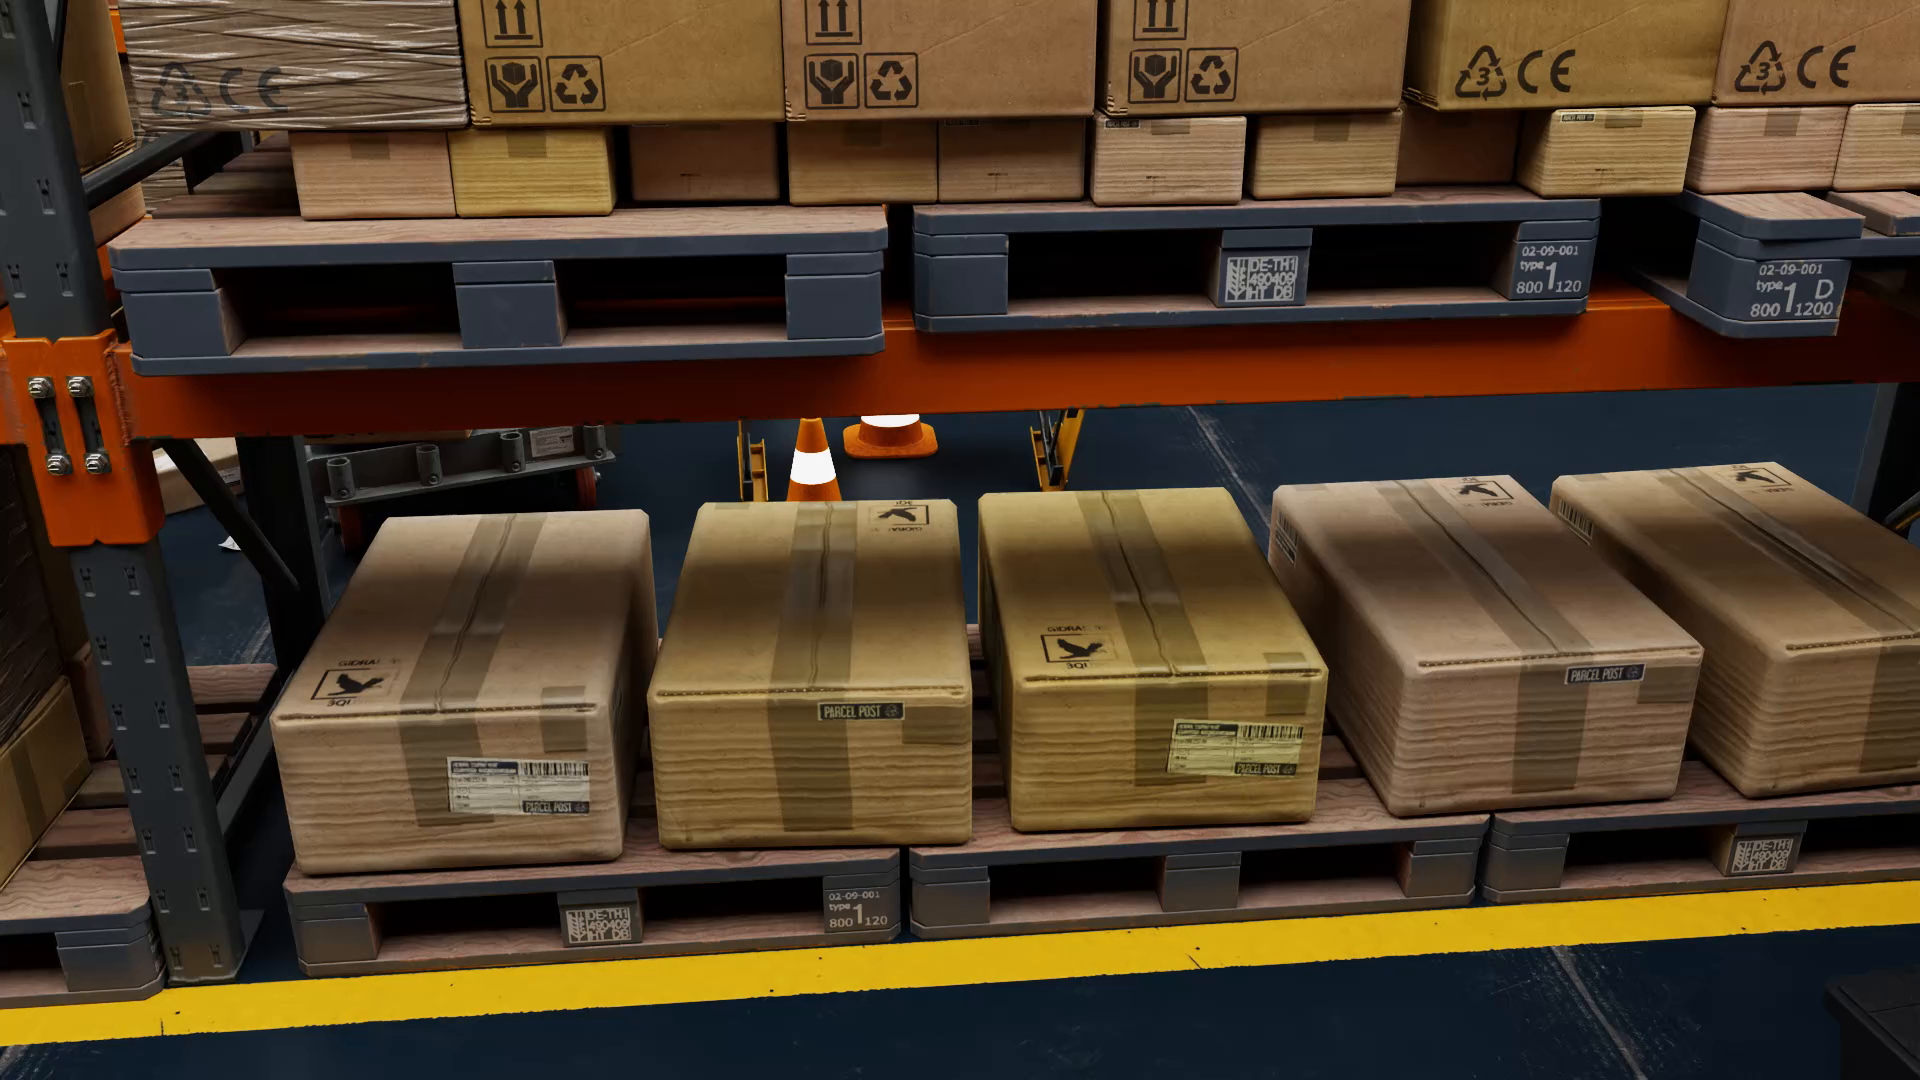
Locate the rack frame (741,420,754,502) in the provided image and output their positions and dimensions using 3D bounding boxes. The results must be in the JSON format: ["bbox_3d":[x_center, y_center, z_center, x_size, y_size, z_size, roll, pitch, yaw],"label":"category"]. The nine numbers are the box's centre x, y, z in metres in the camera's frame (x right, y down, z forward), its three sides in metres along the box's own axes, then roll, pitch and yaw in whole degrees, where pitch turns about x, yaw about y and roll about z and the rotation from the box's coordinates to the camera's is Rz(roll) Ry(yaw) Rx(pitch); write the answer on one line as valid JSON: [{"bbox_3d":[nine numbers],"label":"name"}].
[{"bbox_3d":[-0.756,-0.895,5.596,0.032,0.500,1.500,-3,59,-8],"label":"rack frame"}]

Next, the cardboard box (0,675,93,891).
[{"bbox_3d":[-2.104,0.501,3.297,0.500,0.250,0.500,-1,24,-3],"label":"cardboard box"}]

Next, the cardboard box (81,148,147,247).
[{"bbox_3d":[-1.887,-0.698,3.436,0.250,0.149,0.380,-2,24,-5],"label":"cardboard box"}]

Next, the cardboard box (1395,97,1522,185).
[{"bbox_3d":[0.844,-0.773,3.089,0.250,0.149,0.380,-2,24,-5],"label":"cardboard box"}]

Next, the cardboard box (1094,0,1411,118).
[{"bbox_3d":[0.455,-1.031,2.870,0.500,0.500,0.500,-3,24,-7],"label":"cardboard box"}]

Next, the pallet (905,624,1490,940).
[{"bbox_3d":[0.450,0.497,3.872,1.213,0.211,1.003,-2,24,-5],"label":"pallet"}]

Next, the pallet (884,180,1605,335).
[{"bbox_3d":[0.473,-0.672,3.305,1.213,0.211,1.003,-2,24,-5],"label":"pallet"}]

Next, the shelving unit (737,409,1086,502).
[{"bbox_3d":[-0.245,-0.924,5.669,1.083,0.587,1.500,-3,59,-8],"label":"shelving unit"}]

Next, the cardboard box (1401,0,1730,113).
[{"bbox_3d":[0.998,-1.052,2.918,0.500,0.500,0.500,-4,24,-9],"label":"cardboard box"}]

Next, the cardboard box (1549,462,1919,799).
[{"bbox_3d":[1.876,0.172,3.888,0.625,0.372,0.950,-4,24,-9],"label":"cardboard box"}]

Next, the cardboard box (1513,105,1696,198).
[{"bbox_3d":[1.106,-0.732,2.997,0.250,0.149,0.380,-2,24,-4],"label":"cardboard box"}]

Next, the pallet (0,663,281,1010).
[{"bbox_3d":[-2.207,0.620,3.595,1.213,0.211,1.003,-2,24,-5],"label":"pallet"}]

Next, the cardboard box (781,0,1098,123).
[{"bbox_3d":[-0.055,-1.006,2.814,0.500,0.500,0.500,-2,24,-5],"label":"cardboard box"}]

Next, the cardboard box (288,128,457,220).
[{"bbox_3d":[-0.961,-0.667,2.850,0.250,0.149,0.380,-2,24,-4],"label":"cardboard box"}]

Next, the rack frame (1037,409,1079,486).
[{"bbox_3d":[0.248,-0.951,5.740,0.032,0.500,1.500,-3,59,-8],"label":"rack frame"}]

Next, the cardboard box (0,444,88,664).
[{"bbox_3d":[-2.155,-0.059,3.635,0.500,0.500,0.500,-1,24,-3],"label":"cardboard box"}]

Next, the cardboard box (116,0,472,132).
[{"bbox_3d":[-1.047,-0.972,2.737,0.500,0.500,0.500,-2,24,-4],"label":"cardboard box"}]

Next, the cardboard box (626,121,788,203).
[{"bbox_3d":[-0.437,-0.716,2.959,0.250,0.149,0.380,-1,24,-2],"label":"cardboard box"}]

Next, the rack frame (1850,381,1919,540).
[{"bbox_3d":[2.439,-0.855,3.481,0.127,3.000,1.000,-2,24,-5],"label":"rack frame"}]

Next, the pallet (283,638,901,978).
[{"bbox_3d":[-0.767,0.547,3.759,1.213,0.211,1.003,-2,24,-5],"label":"pallet"}]

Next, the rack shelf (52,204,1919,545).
[{"bbox_3d":[0.449,-0.447,3.447,4.000,0.370,1.077,-2,24,-5],"label":"rack shelf"}]

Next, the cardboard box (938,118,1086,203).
[{"bbox_3d":[0.070,-0.718,2.965,0.250,0.149,0.380,-2,24,-5],"label":"cardboard box"}]

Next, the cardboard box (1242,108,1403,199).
[{"bbox_3d":[0.602,-0.730,2.992,0.250,0.149,0.380,-3,24,-7],"label":"cardboard box"}]

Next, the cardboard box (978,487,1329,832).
[{"bbox_3d":[0.387,0.233,3.751,0.625,0.372,0.950,-2,24,-3],"label":"cardboard box"}]

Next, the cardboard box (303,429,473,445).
[{"bbox_3d":[-1.747,-0.618,5.091,0.500,0.500,0.500,-2,24,-5],"label":"cardboard box"}]

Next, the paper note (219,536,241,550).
[{"bbox_3d":[-2.237,-0.007,5.228,0.142,0.019,0.148,-2,24,-5],"label":"paper note"}]

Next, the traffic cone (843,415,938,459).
[{"bbox_3d":[-0.255,-0.567,5.957,0.334,0.463,0.336,-2,24,-5],"label":"traffic cone"}]

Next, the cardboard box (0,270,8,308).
[{"bbox_3d":[-1.832,-0.445,2.867,0.250,0.149,0.380,-3,24,-6],"label":"cardboard box"}]

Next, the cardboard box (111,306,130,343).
[{"bbox_3d":[-3.093,-0.591,5.793,0.503,0.637,0.797,-2,24,-5],"label":"cardboard box"}]

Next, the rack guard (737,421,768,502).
[{"bbox_3d":[-0.662,-0.364,5.280,0.087,0.587,0.250,-3,59,-8],"label":"rack guard"}]

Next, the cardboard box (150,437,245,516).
[{"bbox_3d":[-2.563,-0.281,5.555,0.258,0.266,0.396,22,32,40],"label":"cardboard box"}]

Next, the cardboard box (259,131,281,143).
[{"bbox_3d":[-2.762,-1.916,7.967,0.875,0.875,0.875,-2,24,-4],"label":"cardboard box"}]

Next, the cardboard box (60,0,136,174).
[{"bbox_3d":[-2.007,-0.972,3.255,0.500,0.500,0.500,-2,24,-5],"label":"cardboard box"}]

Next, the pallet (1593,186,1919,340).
[{"bbox_3d":[1.740,-0.696,3.359,1.003,0.211,1.213,-2,24,-5],"label":"pallet"}]

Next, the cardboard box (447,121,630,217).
[{"bbox_3d":[-0.711,-0.673,2.864,0.250,0.149,0.380,-2,24,-4],"label":"cardboard box"}]

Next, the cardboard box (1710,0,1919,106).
[{"bbox_3d":[1.500,-1.073,2.965,0.500,0.500,0.500,-3,24,-6],"label":"cardboard box"}]

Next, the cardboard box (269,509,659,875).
[{"bbox_3d":[-1.020,0.291,3.619,0.625,0.372,0.950,-2,24,-4],"label":"cardboard box"}]

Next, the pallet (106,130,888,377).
[{"bbox_3d":[-0.767,-0.580,3.097,1.213,0.211,1.003,-2,24,-5],"label":"pallet"}]

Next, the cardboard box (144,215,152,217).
[{"bbox_3d":[-3.573,-1.074,7.048,0.500,0.500,0.500,2,24,4],"label":"cardboard box"}]

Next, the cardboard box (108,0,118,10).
[{"bbox_3d":[-3.589,-2.736,7.528,0.550,0.550,0.875,-2,24,-5],"label":"cardboard box"}]

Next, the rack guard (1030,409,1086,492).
[{"bbox_3d":[0.322,-0.418,5.422,0.087,0.587,0.250,-3,59,-8],"label":"rack guard"}]

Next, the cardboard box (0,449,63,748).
[{"bbox_3d":[-2.104,0.159,3.145,0.500,0.500,0.500,-3,24,-6],"label":"cardboard box"}]

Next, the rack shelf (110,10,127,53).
[{"bbox_3d":[-4.119,-2.284,7.580,4.000,0.370,1.077,-2,24,-5],"label":"rack shelf"}]

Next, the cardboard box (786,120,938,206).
[{"bbox_3d":[-0.177,-0.709,2.944,0.250,0.149,0.380,-2,24,-4],"label":"cardboard box"}]

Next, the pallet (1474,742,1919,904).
[{"bbox_3d":[1.661,0.450,3.978,1.213,0.211,1.003,-2,24,-5],"label":"pallet"}]

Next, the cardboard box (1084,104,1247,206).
[{"bbox_3d":[0.339,-0.708,2.941,0.250,0.149,0.380,-1,24,-3],"label":"cardboard box"}]

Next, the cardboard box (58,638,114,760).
[{"bbox_3d":[-2.155,0.284,3.787,0.500,0.250,0.500,-3,24,-8],"label":"cardboard box"}]

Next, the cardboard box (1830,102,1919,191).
[{"bbox_3d":[1.630,-0.756,3.050,0.250,0.149,0.380,-2,24,-6],"label":"cardboard box"}]

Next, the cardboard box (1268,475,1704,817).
[{"bbox_3d":[1.142,0.205,3.814,0.625,0.372,0.950,-3,24,-6],"label":"cardboard box"}]

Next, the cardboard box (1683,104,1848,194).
[{"bbox_3d":[1.379,-0.749,3.035,0.250,0.149,0.380,-3,24,-8],"label":"cardboard box"}]

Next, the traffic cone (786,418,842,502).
[{"bbox_3d":[-0.445,-0.152,5.021,0.334,0.463,0.336,-2,24,-5],"label":"traffic cone"}]

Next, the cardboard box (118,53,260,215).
[{"bbox_3d":[-3.658,-1.879,7.883,0.875,0.875,0.875,-2,24,-5],"label":"cardboard box"}]

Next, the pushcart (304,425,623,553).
[{"bbox_3d":[-1.816,-0.417,5.723,0.936,0.377,1.648,-11,26,-23],"label":"pushcart"}]

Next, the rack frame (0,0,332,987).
[{"bbox_3d":[-1.542,-0.695,3.122,0.127,3.000,1.000,-2,24,-5],"label":"rack frame"}]

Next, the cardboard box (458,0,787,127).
[{"bbox_3d":[-0.549,-0.992,2.782,0.500,0.500,0.500,-2,24,-5],"label":"cardboard box"}]

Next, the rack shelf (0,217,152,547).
[{"bbox_3d":[-3.532,-0.287,3.088,4.000,0.370,1.077,-2,24,-5],"label":"rack shelf"}]

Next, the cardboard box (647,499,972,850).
[{"bbox_3d":[-0.305,0.261,3.687,0.625,0.372,0.950,-1,24,-2],"label":"cardboard box"}]
